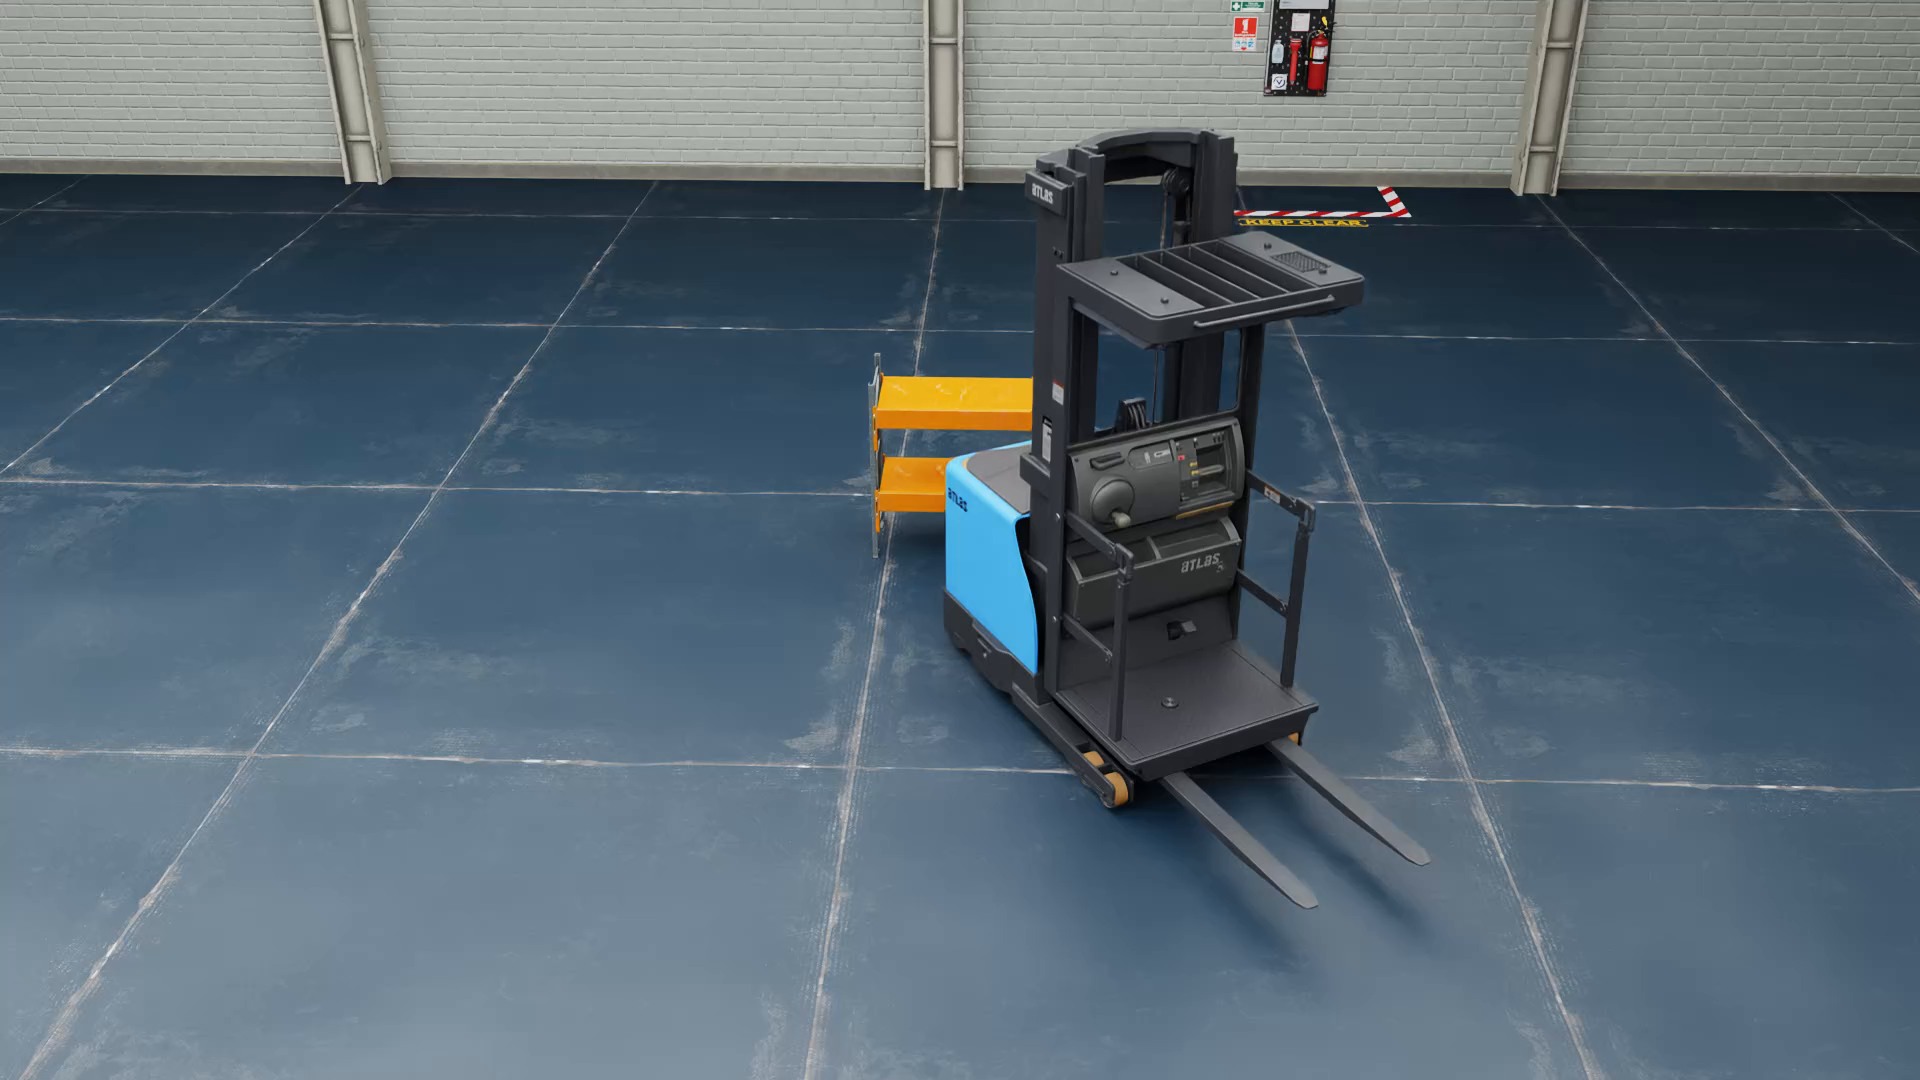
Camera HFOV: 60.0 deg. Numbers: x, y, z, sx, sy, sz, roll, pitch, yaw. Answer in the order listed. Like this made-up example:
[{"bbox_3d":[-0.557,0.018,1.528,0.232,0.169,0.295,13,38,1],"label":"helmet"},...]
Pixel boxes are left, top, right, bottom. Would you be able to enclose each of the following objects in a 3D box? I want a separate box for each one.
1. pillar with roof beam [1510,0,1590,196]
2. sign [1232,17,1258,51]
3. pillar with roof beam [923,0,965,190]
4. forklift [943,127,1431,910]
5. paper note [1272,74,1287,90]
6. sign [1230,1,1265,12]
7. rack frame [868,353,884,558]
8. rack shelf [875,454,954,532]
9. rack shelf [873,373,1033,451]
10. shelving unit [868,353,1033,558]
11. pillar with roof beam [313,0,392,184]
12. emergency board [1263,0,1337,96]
[{"bbox_3d":[5.686,-5.514,11.044,0.400,9.000,9.100,1,28,2],"label":"pillar with roof beam"},{"bbox_3d":[2.820,-5.010,16.461,0.234,0.329,0.001,1,28,2],"label":"sign"},{"bbox_3d":[-0.311,-5.613,11.231,0.400,9.000,9.100,1,28,2],"label":"pillar with roof beam"},{"bbox_3d":[1.036,-0.269,7.629,1.130,2.935,3.031,-14,31,-24],"label":"forklift"},{"bbox_3d":[3.195,-4.583,16.634,0.142,0.148,0.016,1,28,2],"label":"paper note"},{"bbox_3d":[2.824,-5.240,16.329,0.331,0.109,0.001,1,28,2],"label":"sign"},{"bbox_3d":[-0.501,-0.505,10.002,0.032,1.125,0.500,1,28,2],"label":"rack frame"},{"bbox_3d":[0.007,-0.281,10.101,1.000,0.278,0.538,1,28,2],"label":"rack shelf"},{"bbox_3d":[0.007,-0.755,9.849,1.000,0.278,0.538,1,28,2],"label":"rack shelf"},{"bbox_3d":[0.007,-0.497,9.986,1.048,1.125,0.538,1,28,2],"label":"shelving unit"},{"bbox_3d":[-6.307,-5.713,11.418,0.400,9.000,9.100,1,28,2],"label":"pillar with roof beam"},{"bbox_3d":[3.369,-4.937,16.361,0.643,1.169,0.194,1,28,2],"label":"emergency board"}]
